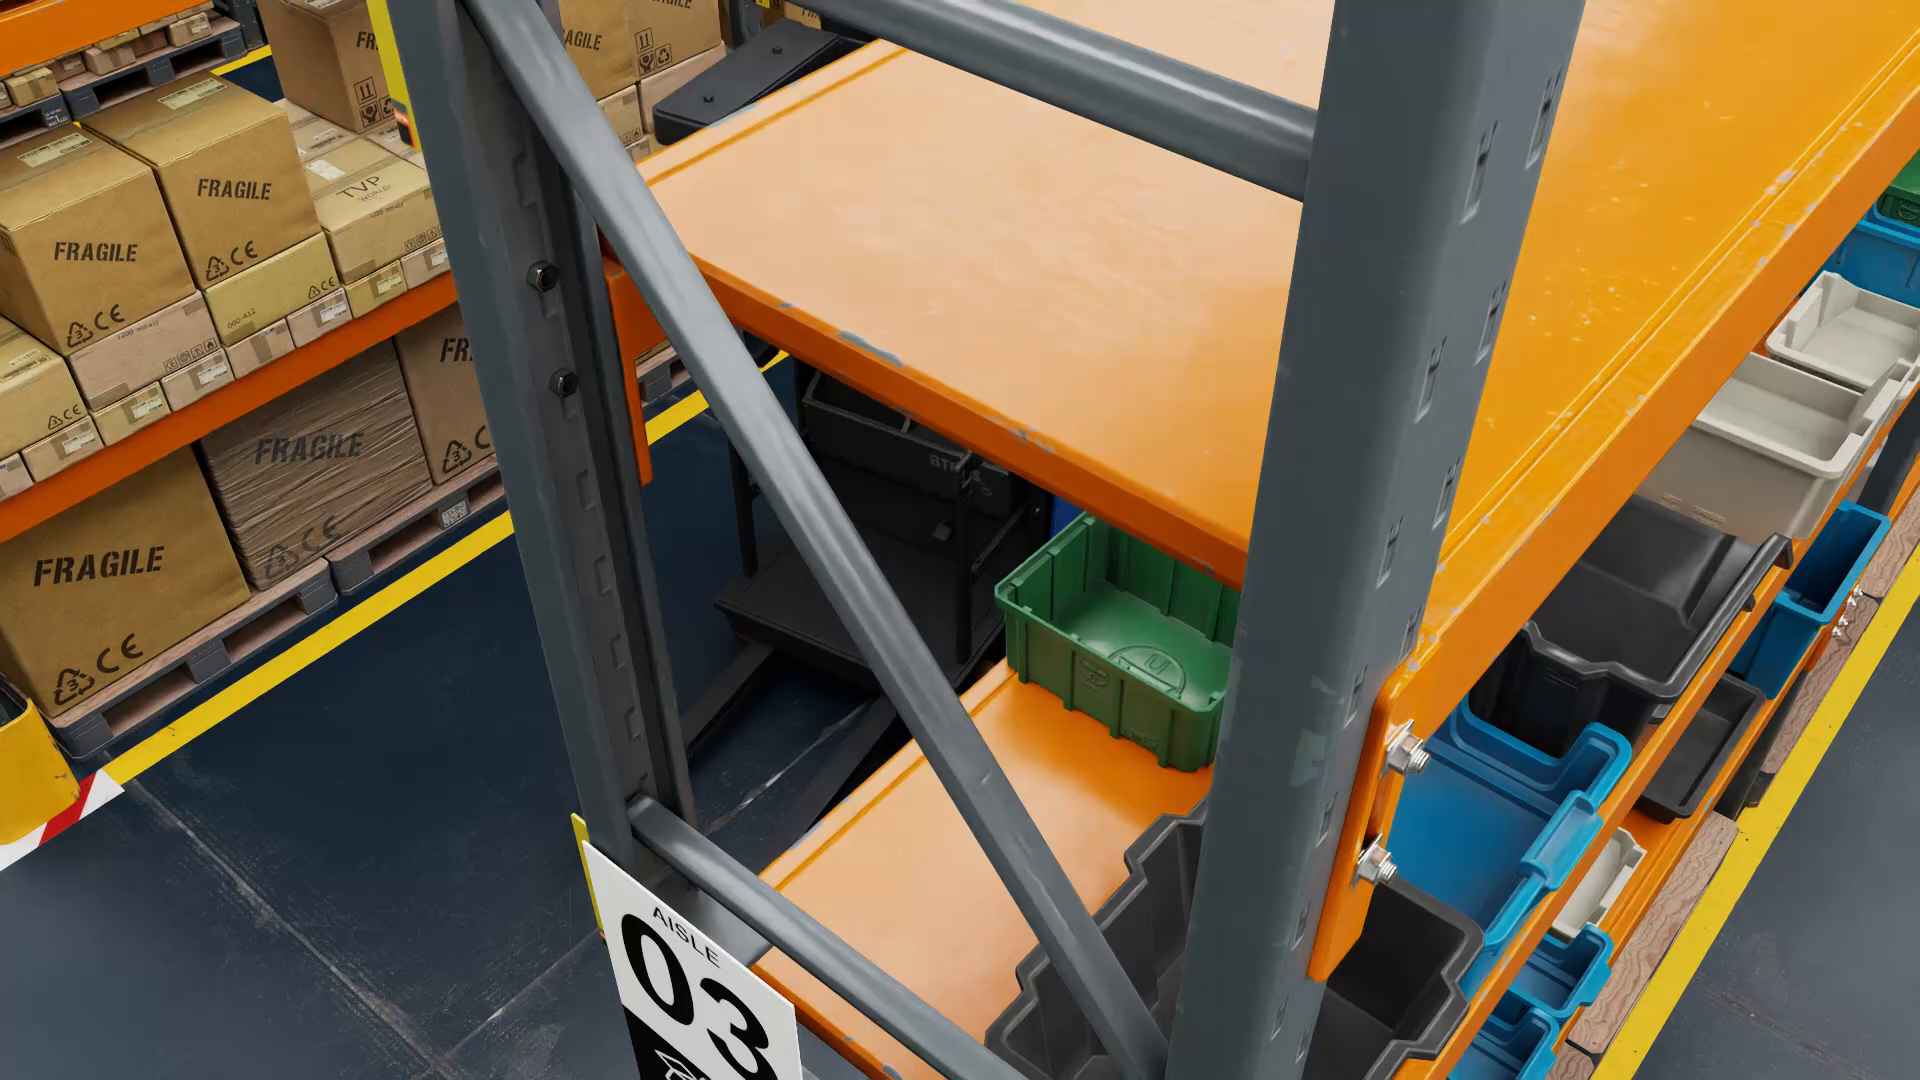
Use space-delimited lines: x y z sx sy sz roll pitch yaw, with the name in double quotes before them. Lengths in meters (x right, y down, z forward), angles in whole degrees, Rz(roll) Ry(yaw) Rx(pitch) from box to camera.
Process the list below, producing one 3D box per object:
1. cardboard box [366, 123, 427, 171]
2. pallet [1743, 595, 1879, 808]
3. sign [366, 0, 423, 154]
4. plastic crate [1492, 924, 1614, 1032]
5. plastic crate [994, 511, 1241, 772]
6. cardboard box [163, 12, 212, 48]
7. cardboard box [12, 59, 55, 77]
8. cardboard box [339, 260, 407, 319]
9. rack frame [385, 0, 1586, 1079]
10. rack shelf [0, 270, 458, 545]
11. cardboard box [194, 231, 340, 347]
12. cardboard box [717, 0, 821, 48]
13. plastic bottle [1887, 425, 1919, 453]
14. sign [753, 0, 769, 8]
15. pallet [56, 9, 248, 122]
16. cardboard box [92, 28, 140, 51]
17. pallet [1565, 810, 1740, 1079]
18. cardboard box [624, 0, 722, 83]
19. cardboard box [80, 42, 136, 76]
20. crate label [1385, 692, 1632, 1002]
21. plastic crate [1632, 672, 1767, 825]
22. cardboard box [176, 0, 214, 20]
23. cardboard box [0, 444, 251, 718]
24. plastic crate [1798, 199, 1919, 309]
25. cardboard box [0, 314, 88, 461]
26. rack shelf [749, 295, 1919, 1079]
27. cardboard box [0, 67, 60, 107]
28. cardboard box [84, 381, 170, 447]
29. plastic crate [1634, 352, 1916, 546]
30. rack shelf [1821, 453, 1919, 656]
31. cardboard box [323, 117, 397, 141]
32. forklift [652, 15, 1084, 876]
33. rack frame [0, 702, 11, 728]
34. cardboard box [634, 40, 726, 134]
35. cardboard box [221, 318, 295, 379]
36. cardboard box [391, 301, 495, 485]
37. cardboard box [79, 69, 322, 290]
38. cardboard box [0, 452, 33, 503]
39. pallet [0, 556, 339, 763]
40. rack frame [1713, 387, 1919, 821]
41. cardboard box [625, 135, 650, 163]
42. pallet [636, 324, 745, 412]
"cardboard box" -2.046 -1.554 6.802 0.500 0.250 0.500 31 50 29
"pallet" 3.016 0.426 6.807 1.003 0.211 1.213 29 50 28
"sign" -0.518 -0.497 1.529 0.100 0.325 0.005 29 50 28
"plastic crate" 1.365 1.056 4.121 0.416 0.233 0.300 29 50 28
"plastic crate" 0.330 0.170 2.943 0.450 0.188 0.336 29 50 28
"cardboard box" -5.026 -3.321 10.662 0.380 0.149 0.250 30 50 29
"cardboard box" -5.703 -2.964 10.049 0.380 0.149 0.250 31 51 29
"cardboard box" -2.408 -1.051 6.545 0.380 0.149 0.250 28 49 27
"rack frame" -0.087 -0.386 1.168 1.000 3.000 0.127 29 50 28
"rack shelf" -2.590 -1.075 6.919 1.077 0.370 4.000 29 50 28
"cardboard box" -2.706 -1.024 6.219 0.500 0.250 0.500 28 49 27
"cardboard box" -0.816 -2.536 7.918 0.500 0.500 0.500 30 50 29
"plastic bottle" 3.313 -0.442 5.781 0.152 0.276 0.135 29 50 28
"sign" -0.877 -2.481 7.229 0.100 0.325 0.005 29 50 28
"pallet" -5.440 -3.177 10.770 1.003 0.211 1.213 29 50 28
"cardboard box" -5.318 -3.191 10.298 0.380 0.149 0.250 28 49 27
"pallet" 2.044 1.201 5.955 1.003 0.211 1.213 29 50 28
"cardboard box" -1.394 -2.350 7.120 0.500 0.500 0.500 31 51 30
"cardboard box" -5.378 -3.060 10.375 0.380 0.149 0.250 28 49 27
"crate label" 0.755 0.443 2.596 0.408 0.251 0.502 29 50 28
"plastic crate" 1.973 0.546 4.762 0.437 0.125 0.590 29 50 28
"cardboard box" -4.994 -3.481 10.617 0.380 0.149 0.250 31 50 29
"cardboard box" -3.527 -0.045 6.519 0.875 0.875 0.875 29 50 28
"plastic crate" 2.146 -0.667 3.831 0.416 0.233 0.300 29 50 28
"cardboard box" -3.362 -0.496 5.638 0.500 0.250 0.500 28 49 27
"rack shelf" 1.201 -0.040 3.552 1.077 0.370 4.000 29 50 28
"cardboard box" -5.692 -2.788 10.076 0.380 0.149 0.250 29 50 28
"cardboard box" -3.068 -0.523 5.964 0.380 0.149 0.250 28 49 28
"plastic crate" 1.576 -0.240 3.325 0.437 0.282 0.530 29 50 28
"rack shelf" 3.775 -0.990 6.826 1.077 0.370 4.000 29 50 28
"cardboard box" -2.459 -1.774 7.044 0.500 0.250 0.500 31 51 29
"forklift" -0.287 -0.677 5.998 1.130 2.935 3.031 21 46 21
"rack frame" -3.878 -0.311 5.545 1.000 3.000 0.127 29 50 28
"cardboard box" -1.387 -2.084 7.385 0.500 0.250 0.500 29 49 28
"cardboard box" -2.737 -0.788 6.256 0.380 0.149 0.250 29 49 28
"cardboard box" -2.368 -0.971 7.538 0.875 0.875 0.875 29 50 28
"cardboard box" -2.711 -1.300 5.966 0.500 0.500 0.500 28 49 27
"cardboard box" -3.396 -0.258 5.673 0.380 0.149 0.250 30 50 29
"pallet" -3.423 0.275 6.973 1.003 0.211 1.213 29 50 28
"rack frame" 2.488 -0.226 5.452 1.000 3.000 0.127 29 50 28
"cardboard box" -1.580 -1.714 7.275 0.380 0.149 0.250 29 50 28
"pallet" -1.853 -0.981 8.355 1.003 0.211 1.213 29 50 28
